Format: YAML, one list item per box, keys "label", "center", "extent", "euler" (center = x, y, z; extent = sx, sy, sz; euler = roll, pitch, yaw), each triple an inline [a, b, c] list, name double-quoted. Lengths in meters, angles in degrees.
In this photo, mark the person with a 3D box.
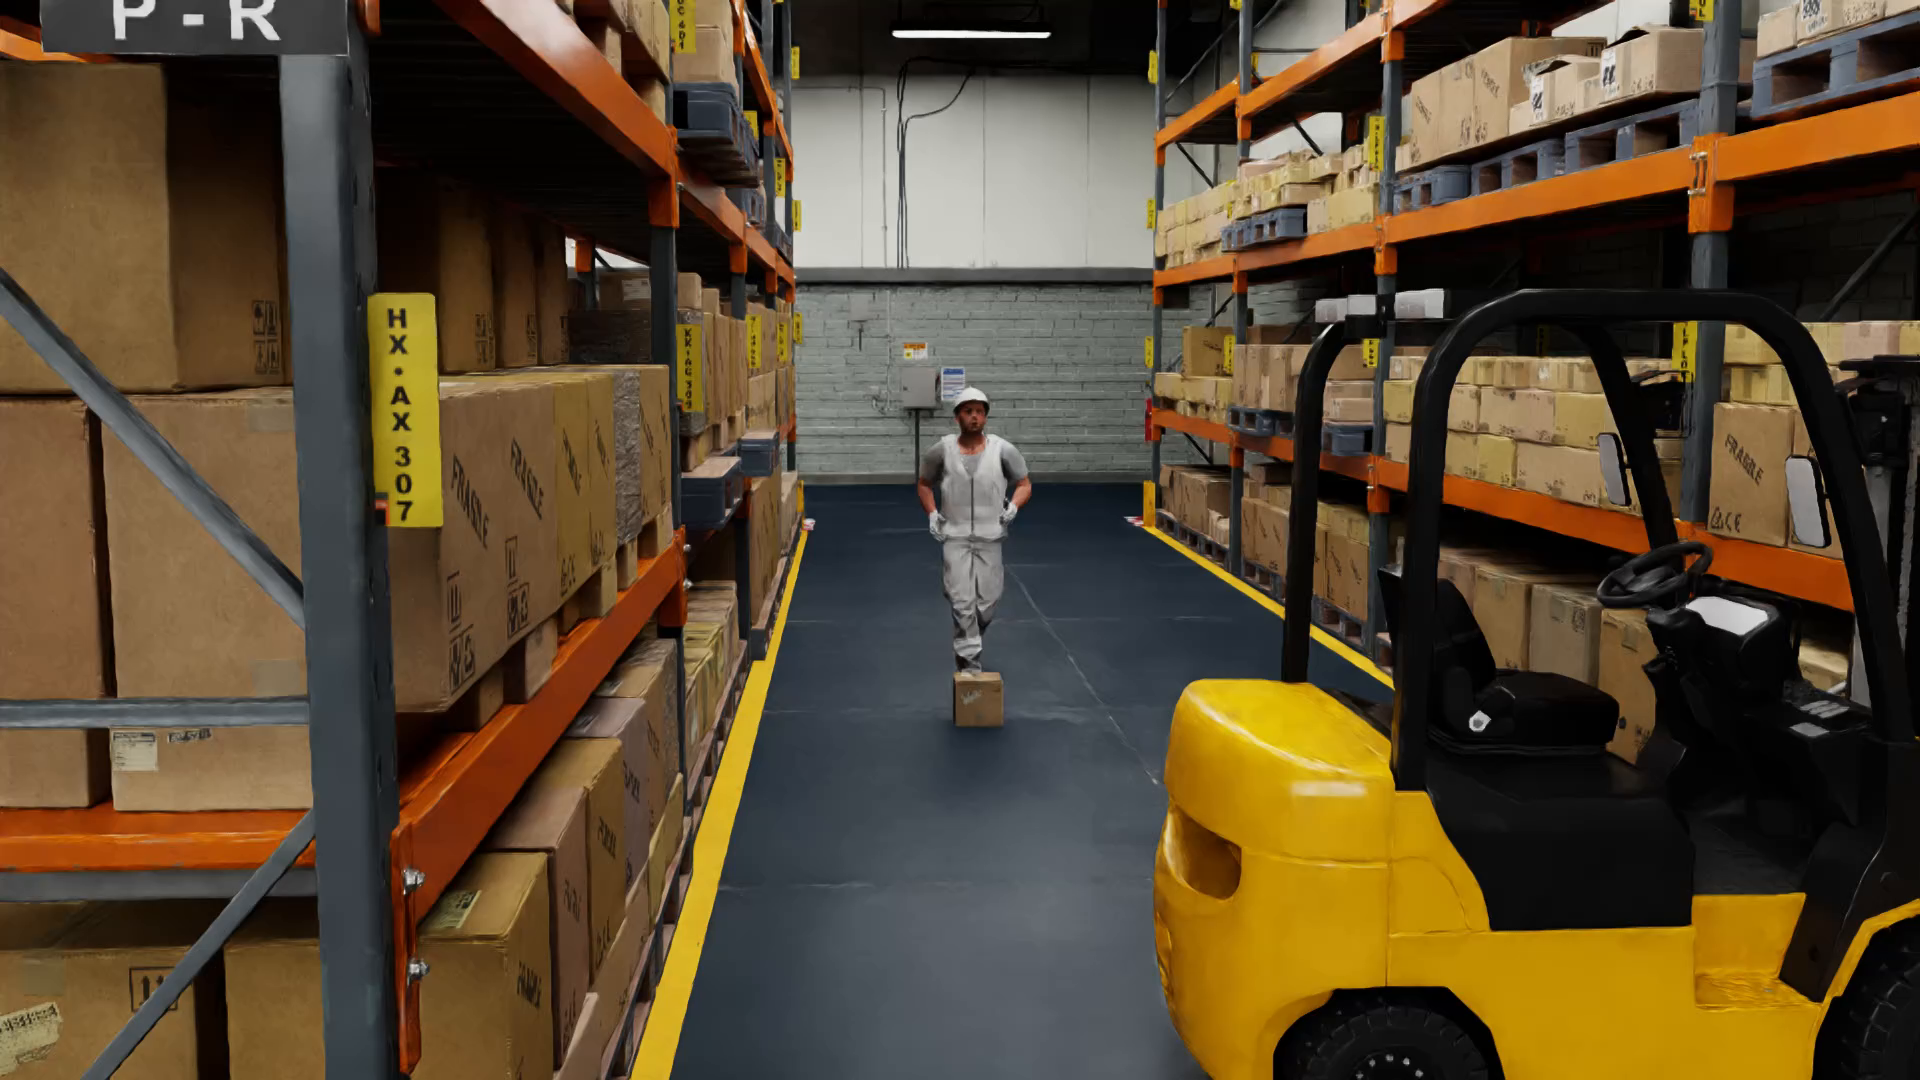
- label: "person"
  center: [0.087, 0.007, 9.593]
  extent: [0.669, 1.771, 0.772]
  euler: [0, 7, -2]
